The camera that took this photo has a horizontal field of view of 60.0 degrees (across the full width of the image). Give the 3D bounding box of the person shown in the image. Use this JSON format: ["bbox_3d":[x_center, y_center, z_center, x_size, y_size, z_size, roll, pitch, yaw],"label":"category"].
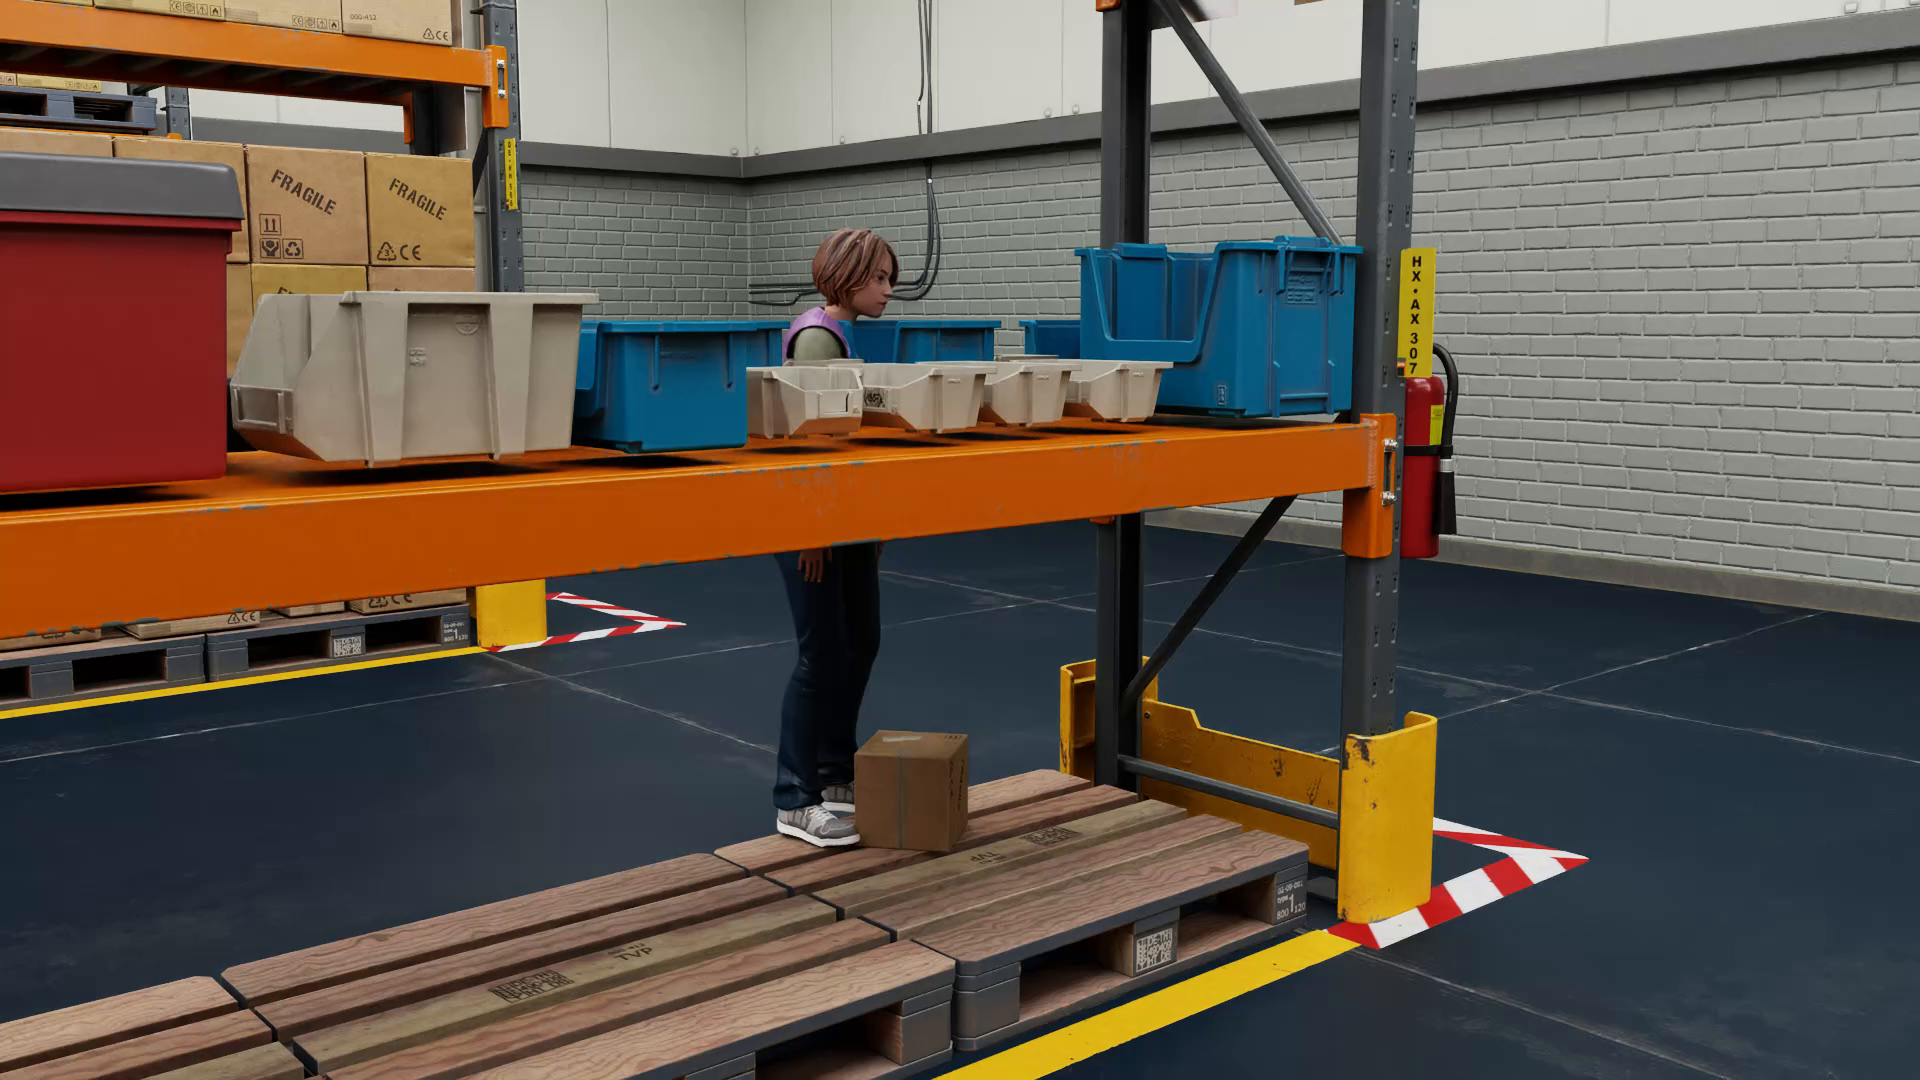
[{"bbox_3d":[-0.339,-0.022,4.430,0.350,1.592,0.474,3,8,20],"label":"person"}]
